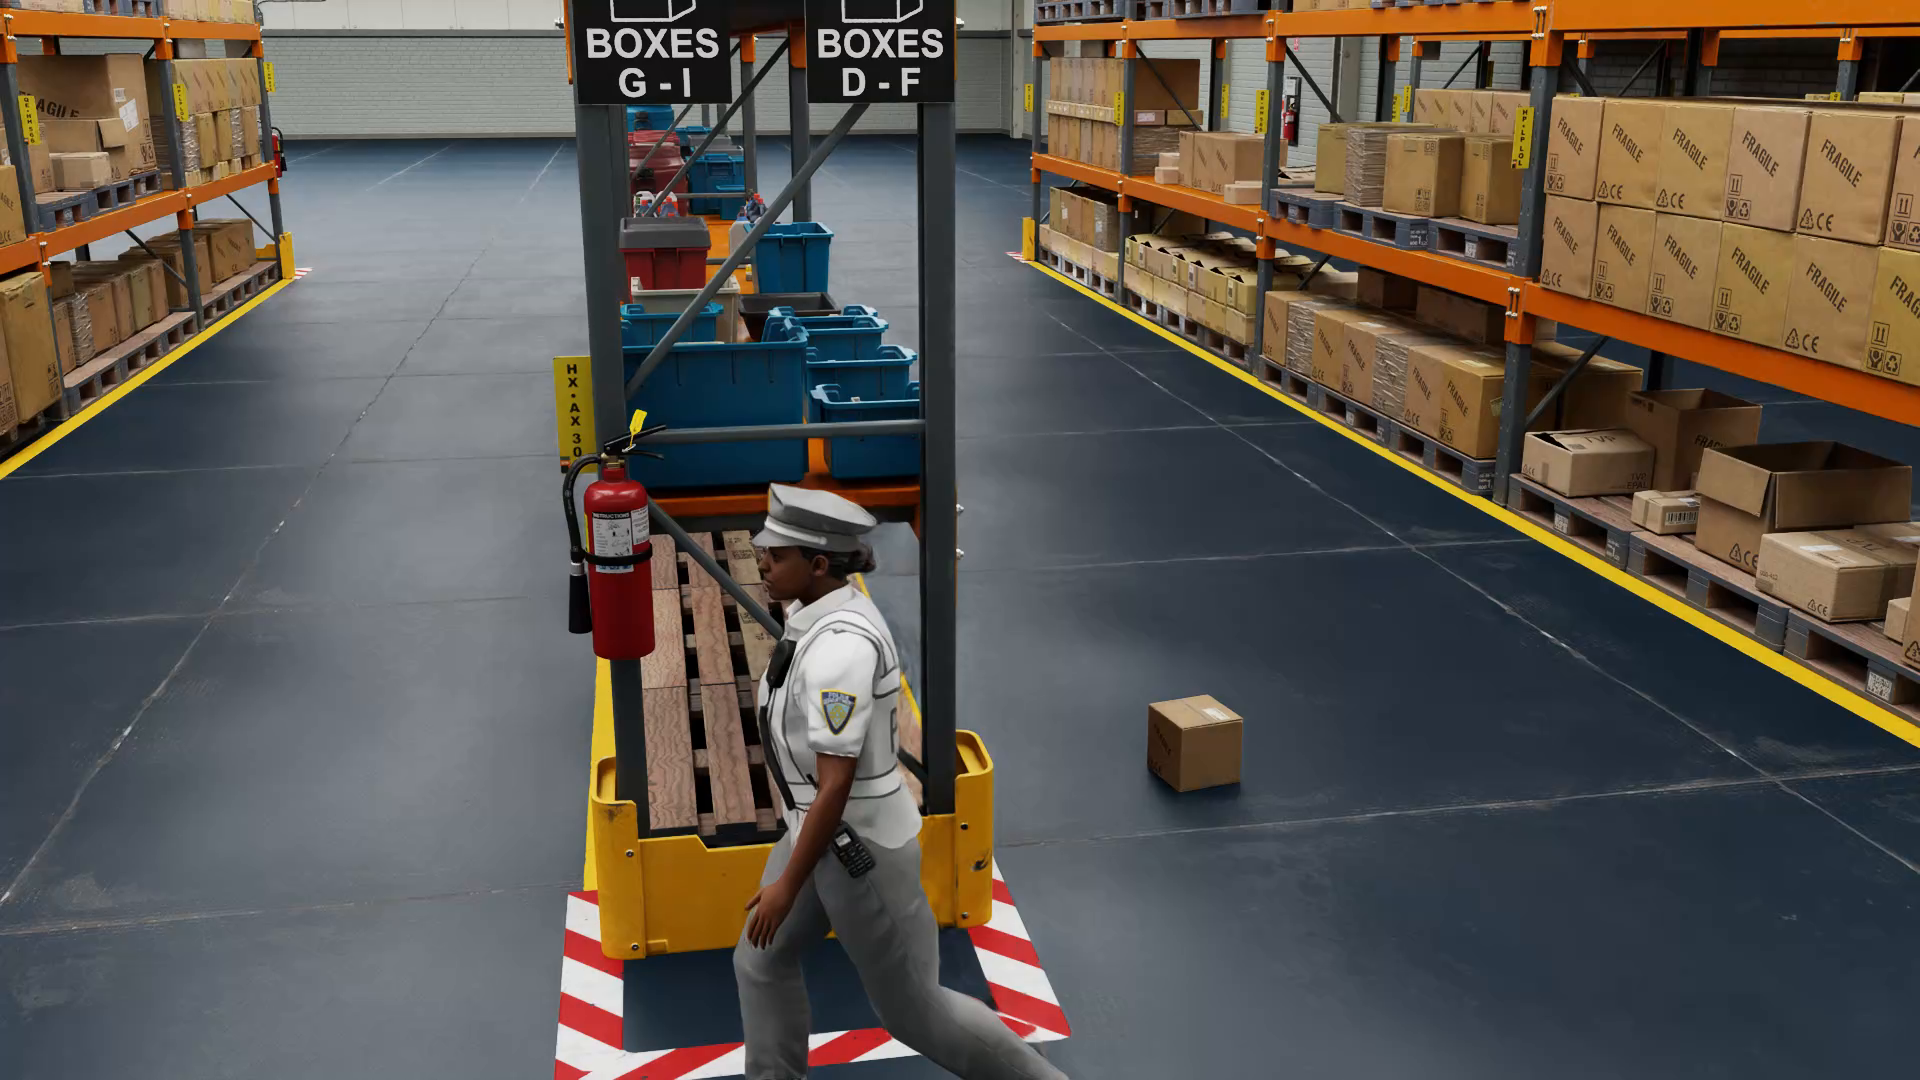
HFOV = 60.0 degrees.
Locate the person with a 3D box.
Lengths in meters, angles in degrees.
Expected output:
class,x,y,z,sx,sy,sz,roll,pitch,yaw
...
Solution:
class,x,y,z,sx,sy,sz,roll,pitch,yaw
person,-0.199,0.676,3.743,0.925,1.641,0.537,-3,17,-11
